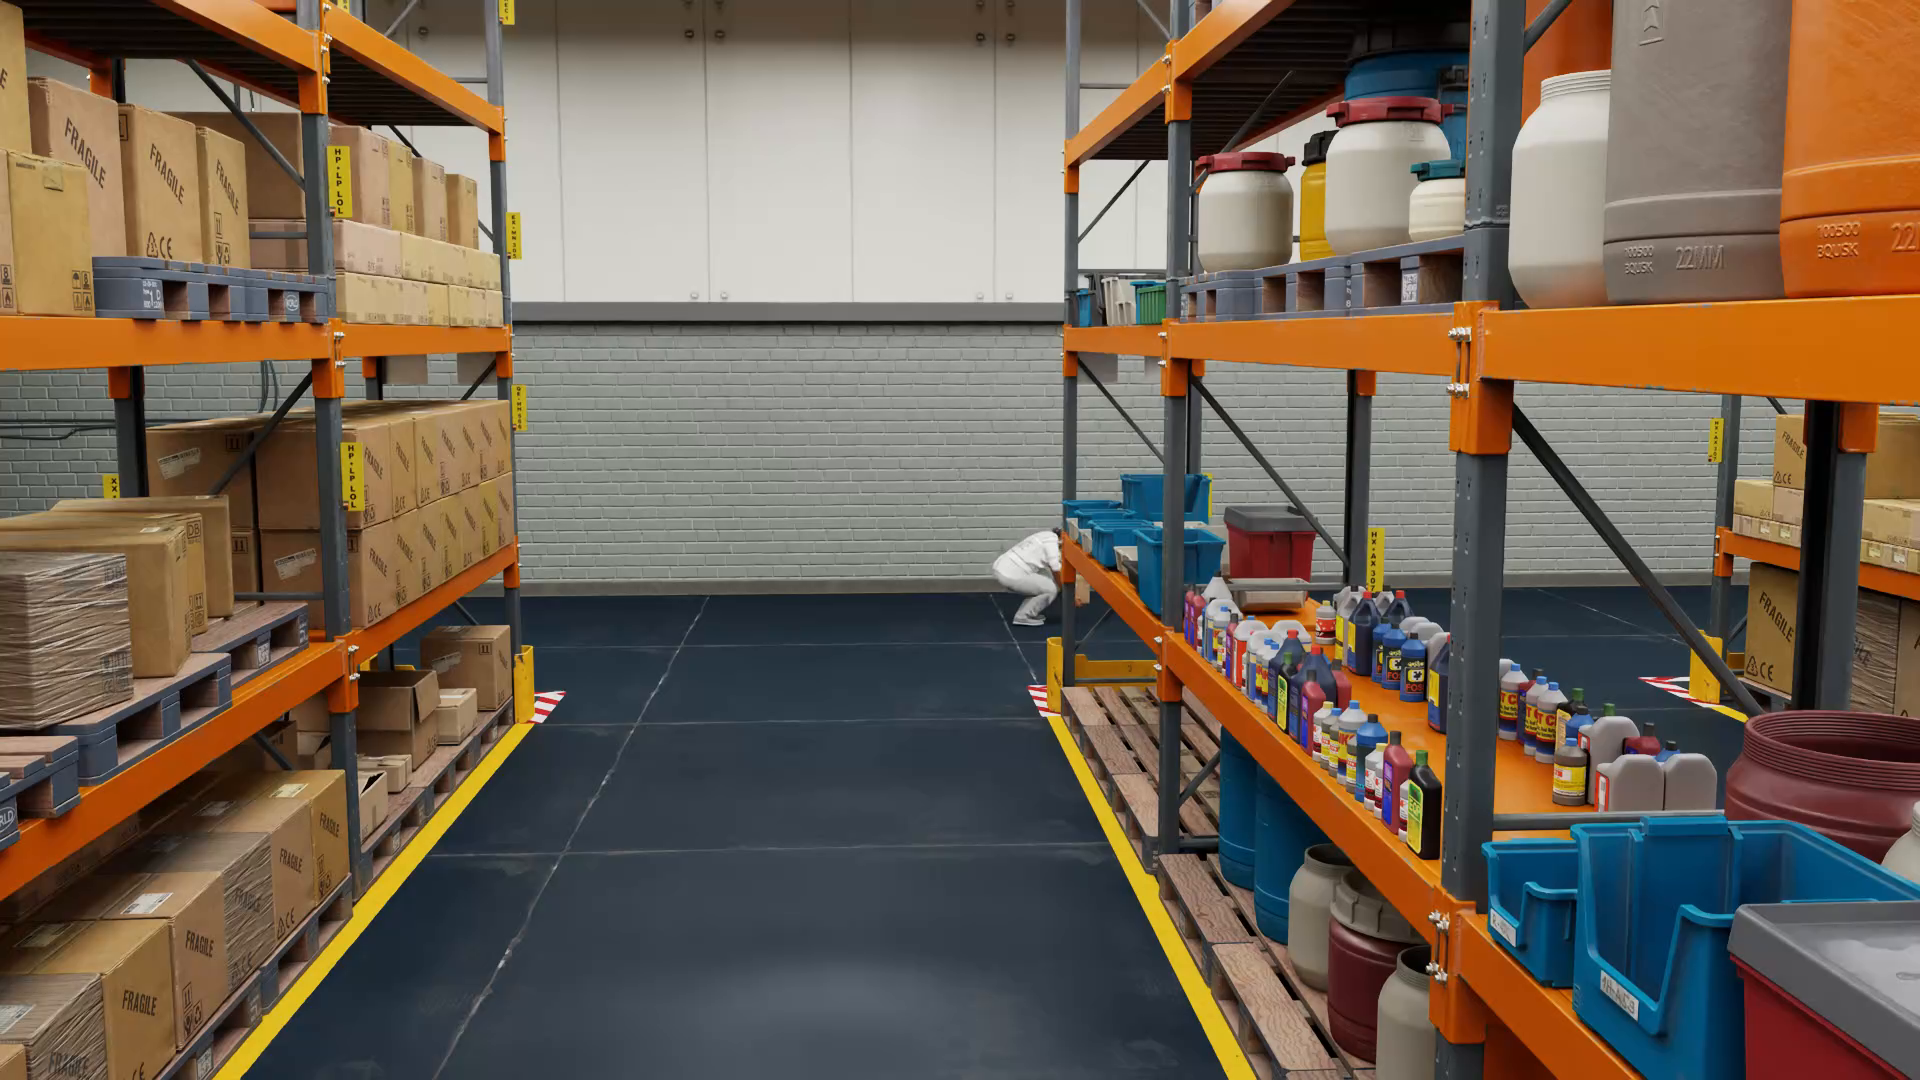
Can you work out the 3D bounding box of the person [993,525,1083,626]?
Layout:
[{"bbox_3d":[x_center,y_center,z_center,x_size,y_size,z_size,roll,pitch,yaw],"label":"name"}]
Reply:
[{"bbox_3d":[0.744,0.328,16.004,0.848,0.960,0.528,0,7,-4],"label":"person"}]
